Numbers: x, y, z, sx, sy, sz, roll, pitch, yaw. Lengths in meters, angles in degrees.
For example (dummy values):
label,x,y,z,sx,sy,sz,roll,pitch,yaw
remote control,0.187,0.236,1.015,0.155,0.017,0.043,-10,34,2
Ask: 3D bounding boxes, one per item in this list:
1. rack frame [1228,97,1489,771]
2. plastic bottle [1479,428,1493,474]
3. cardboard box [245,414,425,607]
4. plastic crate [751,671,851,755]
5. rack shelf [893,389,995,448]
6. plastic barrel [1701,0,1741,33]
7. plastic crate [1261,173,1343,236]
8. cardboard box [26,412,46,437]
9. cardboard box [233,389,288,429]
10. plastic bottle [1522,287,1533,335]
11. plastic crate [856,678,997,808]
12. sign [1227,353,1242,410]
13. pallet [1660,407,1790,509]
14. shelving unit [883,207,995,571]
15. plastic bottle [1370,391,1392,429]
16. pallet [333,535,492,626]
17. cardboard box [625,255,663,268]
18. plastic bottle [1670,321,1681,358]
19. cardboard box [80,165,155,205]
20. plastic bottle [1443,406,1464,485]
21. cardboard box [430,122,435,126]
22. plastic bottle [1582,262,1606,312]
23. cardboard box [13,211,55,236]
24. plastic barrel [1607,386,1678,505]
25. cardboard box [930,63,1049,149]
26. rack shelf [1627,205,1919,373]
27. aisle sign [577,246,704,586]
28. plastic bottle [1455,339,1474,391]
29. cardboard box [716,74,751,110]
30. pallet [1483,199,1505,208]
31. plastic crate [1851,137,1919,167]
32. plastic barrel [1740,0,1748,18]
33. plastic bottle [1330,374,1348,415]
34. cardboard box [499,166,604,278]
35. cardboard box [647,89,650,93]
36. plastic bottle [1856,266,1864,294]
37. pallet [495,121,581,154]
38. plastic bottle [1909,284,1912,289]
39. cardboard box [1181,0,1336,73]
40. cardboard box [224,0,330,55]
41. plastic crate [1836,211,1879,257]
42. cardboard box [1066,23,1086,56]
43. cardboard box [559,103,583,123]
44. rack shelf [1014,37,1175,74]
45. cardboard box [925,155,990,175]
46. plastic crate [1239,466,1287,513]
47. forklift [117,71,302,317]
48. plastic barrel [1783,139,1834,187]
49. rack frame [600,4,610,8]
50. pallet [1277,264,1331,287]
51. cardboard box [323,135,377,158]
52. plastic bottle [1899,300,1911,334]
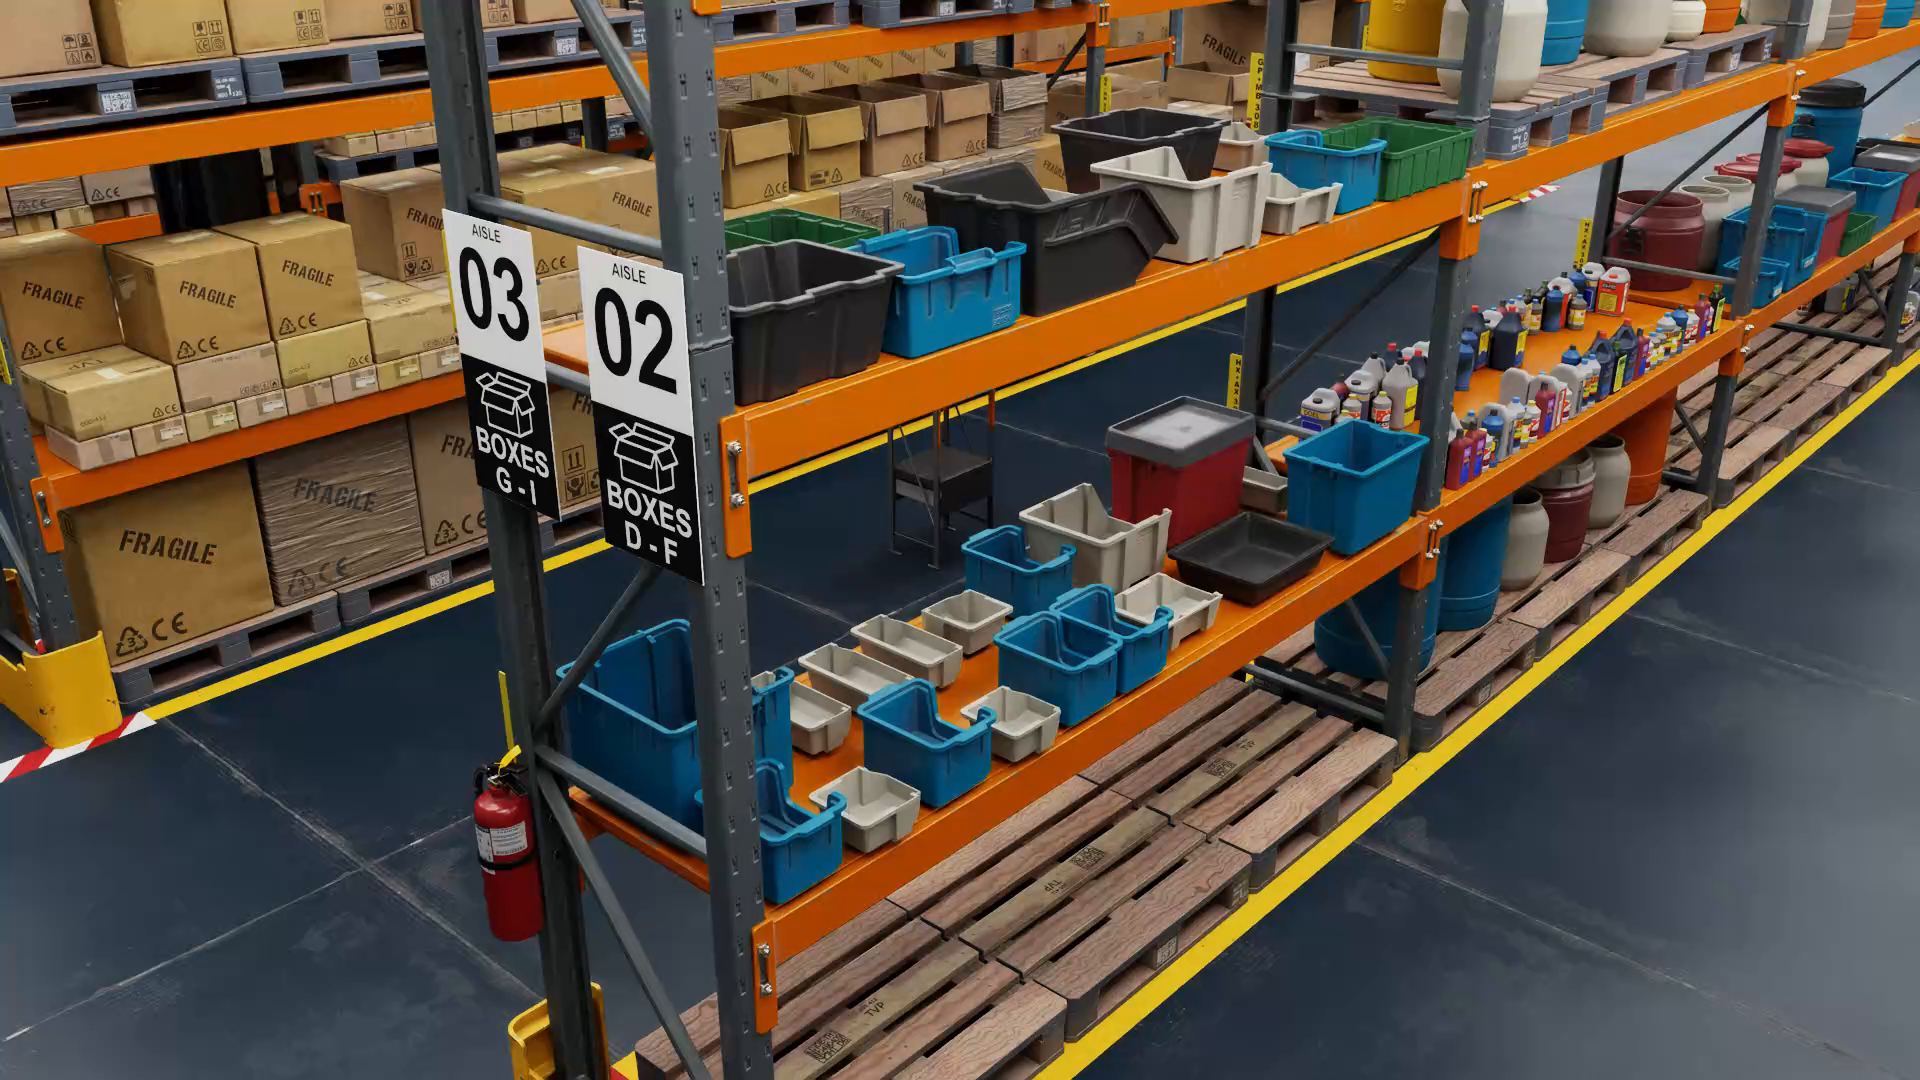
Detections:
label,x,y,z,sx,sy,sz,roll,pitch,yaw
rack frame,1.715,-0.436,7.556,1.000,3.000,0.127,20,31,38
plastic bottle,2.430,-0.421,7.766,0.097,0.201,0.097,0,24,0
cardboard box,-3.668,-0.286,9.305,0.875,0.875,0.875,20,31,38
plastic crate,-0.545,0.578,5.544,0.396,0.136,0.243,20,31,38
rack shelf,-0.110,-0.895,9.714,0.431,0.518,0.480,20,31,38
plastic barrel,4.004,-3.239,9.103,0.600,0.830,0.708,20,31,38
plastic crate,1.150,-1.193,5.900,0.293,0.136,0.466,20,31,38
cardboard box,-4.651,-0.653,8.348,0.380,0.149,0.250,21,32,38
cardboard box,-3.646,-0.710,8.473,0.380,0.149,0.250,20,31,37
plastic bottle,3.269,-1.318,9.666,0.061,0.283,0.133,20,31,38
plastic crate,-0.105,0.646,5.274,0.416,0.233,0.300,20,31,38
sign,1.307,-0.713,7.836,0.100,0.325,0.005,20,31,38
pallet,4.931,-0.608,11.347,1.003,0.211,1.213,20,31,38
shelving unit,-0.110,-0.908,9.708,0.431,2.100,0.503,20,31,38
plastic bottle,2.087,-0.637,8.246,0.097,0.201,0.097,0,24,0
pallet,-3.353,0.068,9.841,1.003,0.211,1.213,20,31,38
cardboard box,-2.073,-1.649,10.082,0.500,0.250,0.500,19,31,37
plastic bottle,3.993,-1.135,9.357,0.097,0.201,0.097,0,24,0
cardboard box,-6.392,-2.821,12.390,0.500,0.500,0.500,20,31,37
plastic bottle,2.218,-0.445,7.635,0.144,0.351,0.185,20,31,38
cardboard box,-4.478,-3.618,14.084,0.380,0.149,0.250,19,30,35
plastic bottle,3.855,-1.554,10.202,0.152,0.276,0.135,20,31,38
cardboard box,-6.806,-2.339,12.106,0.380,0.149,0.250,22,32,39
plastic barrel,4.071,-0.702,10.289,0.600,0.830,0.708,20,31,38
cardboard box,0.196,-3.292,12.578,0.797,0.503,0.637,21,32,39
rack shelf,5.720,-1.936,11.780,1.077,0.370,4.000,20,31,38
aisle sign,-0.781,-0.300,4.076,0.394,0.787,0.004,20,31,38
plastic bottle,2.668,-0.934,8.824,0.097,0.271,0.097,0,24,0
cardboard box,-2.429,-4.501,16.500,0.500,0.500,0.500,21,31,38
pallet,5.416,-3.911,18.715,1.003,0.211,1.213,20,31,38
plastic crate,7.498,-2.970,13.283,0.767,0.338,0.504,20,31,38
plastic barrel,5.060,-3.411,10.695,0.301,0.262,0.301,0,24,0
plastic bottle,1.858,-0.674,8.229,0.061,0.283,0.133,20,31,38
cardboard box,-2.419,-1.833,9.576,0.500,0.500,0.500,21,31,38
cardboard box,-3.097,-4.248,15.489,0.380,0.149,0.250,22,32,39
plastic bottle,7.804,-2.286,14.464,0.061,0.283,0.133,20,31,38
pallet,-4.221,-3.690,15.049,1.003,0.211,1.213,20,31,38
plastic bottle,7.909,-2.039,13.928,0.097,0.271,0.097,0,24,0
cardboard box,2.731,-4.487,15.345,1.000,1.000,1.000,20,31,38
cardboard box,-3.562,-2.704,8.189,0.700,0.500,0.500,18,30,34
plastic crate,6.102,-2.169,11.680,0.450,0.188,0.662,20,31,38
cardboard box,1.054,-6.290,20.429,0.875,0.550,0.500,20,31,38
cardboard box,-3.603,-3.882,15.036,0.380,0.149,0.250,19,30,35
rack shelf,1.074,-5.892,20.604,1.077,0.370,4.000,20,31,38
cardboard box,-0.130,-2.525,12.094,0.500,0.500,0.500,19,30,36
plastic crate,1.298,-0.240,7.368,0.396,0.136,0.243,20,31,38
forklift,-4.503,-2.062,11.267,1.130,2.935,3.031,20,31,37
plastic barrel,6.252,-2.704,12.448,0.433,0.535,0.433,0,24,0
rack frame,-1.973,-4.526,9.345,1.000,3.000,0.127,20,31,38
pallet,2.847,-2.716,16.049,1.003,0.211,1.213,20,31,38
cardboard box,-4.994,-3.245,13.615,0.380,0.149,0.250,18,30,35
plastic bottle,7.593,-1.807,13.410,0.097,0.271,0.097,0,24,0
